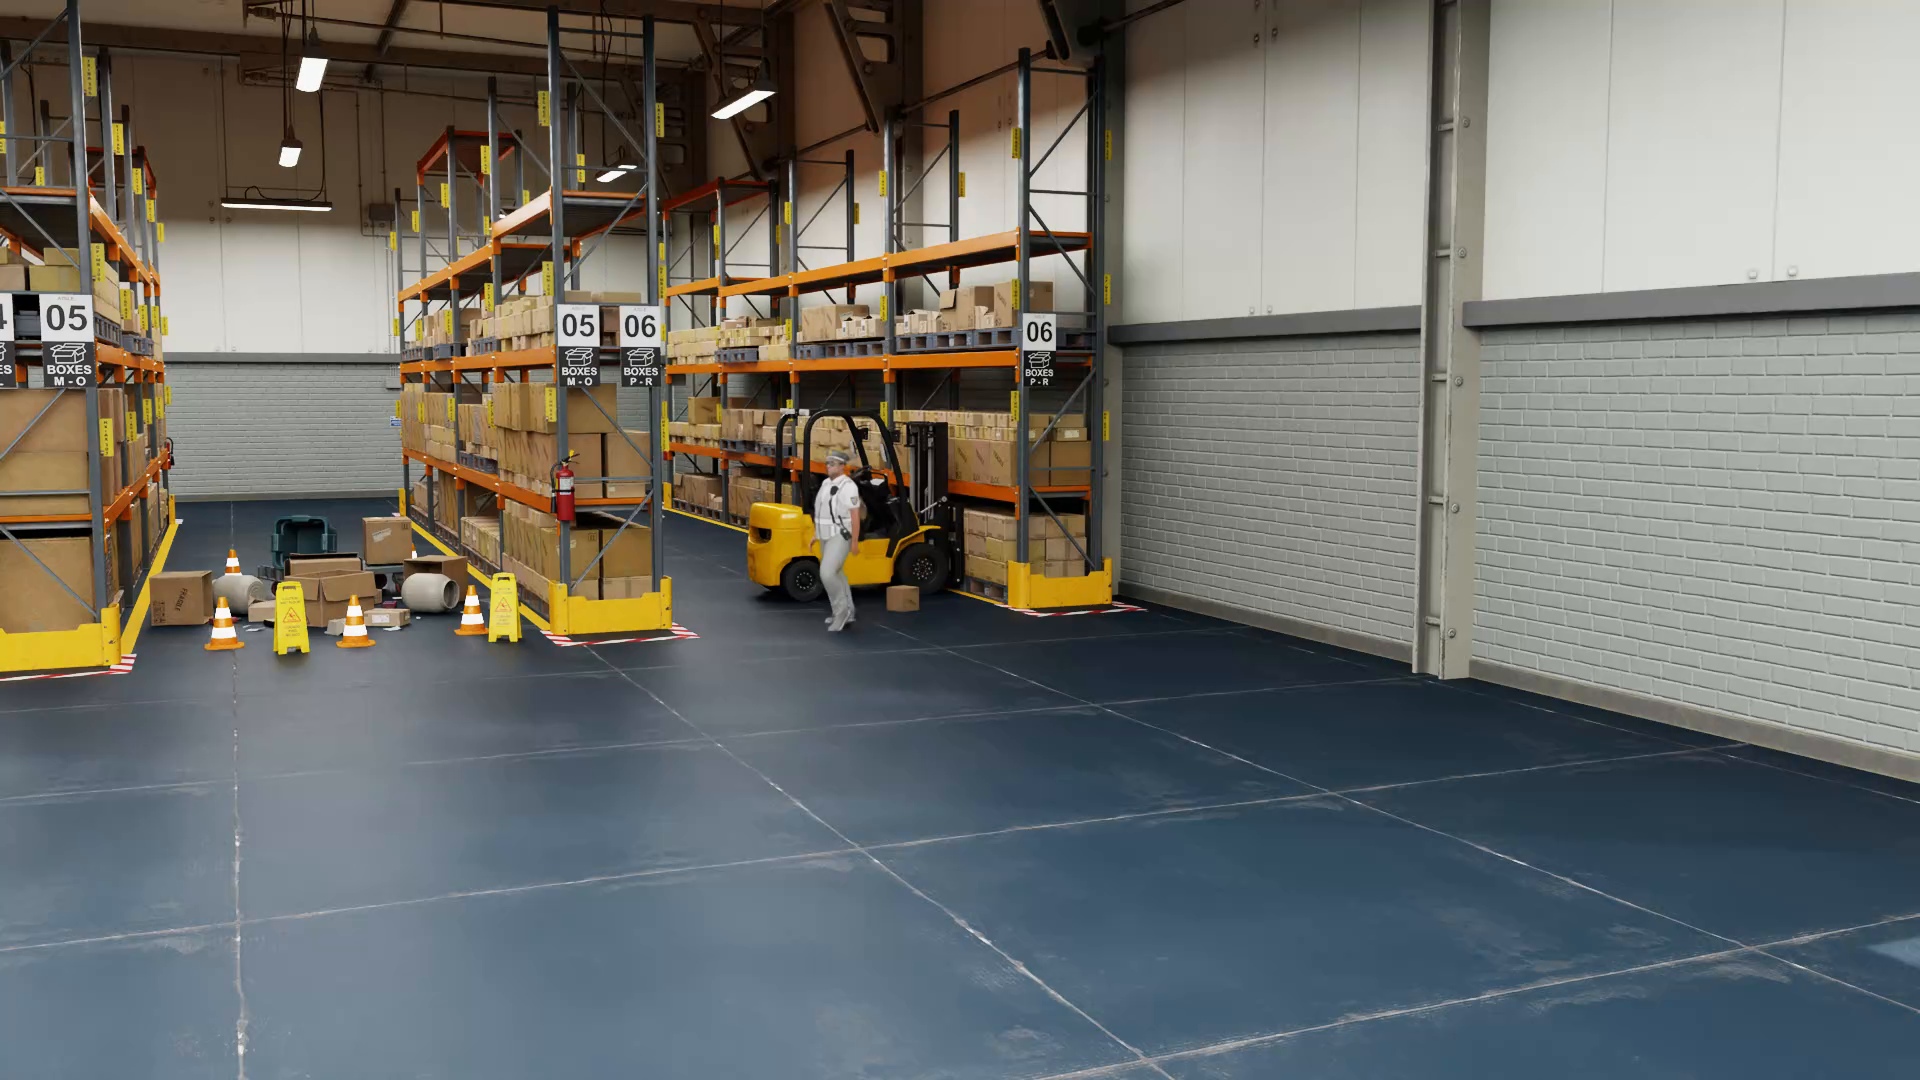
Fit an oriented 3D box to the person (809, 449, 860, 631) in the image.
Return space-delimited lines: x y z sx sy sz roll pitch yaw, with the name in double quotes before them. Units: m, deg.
"person" -1.261 0.011 16.615 0.504 1.831 0.525 -4 7 -36
